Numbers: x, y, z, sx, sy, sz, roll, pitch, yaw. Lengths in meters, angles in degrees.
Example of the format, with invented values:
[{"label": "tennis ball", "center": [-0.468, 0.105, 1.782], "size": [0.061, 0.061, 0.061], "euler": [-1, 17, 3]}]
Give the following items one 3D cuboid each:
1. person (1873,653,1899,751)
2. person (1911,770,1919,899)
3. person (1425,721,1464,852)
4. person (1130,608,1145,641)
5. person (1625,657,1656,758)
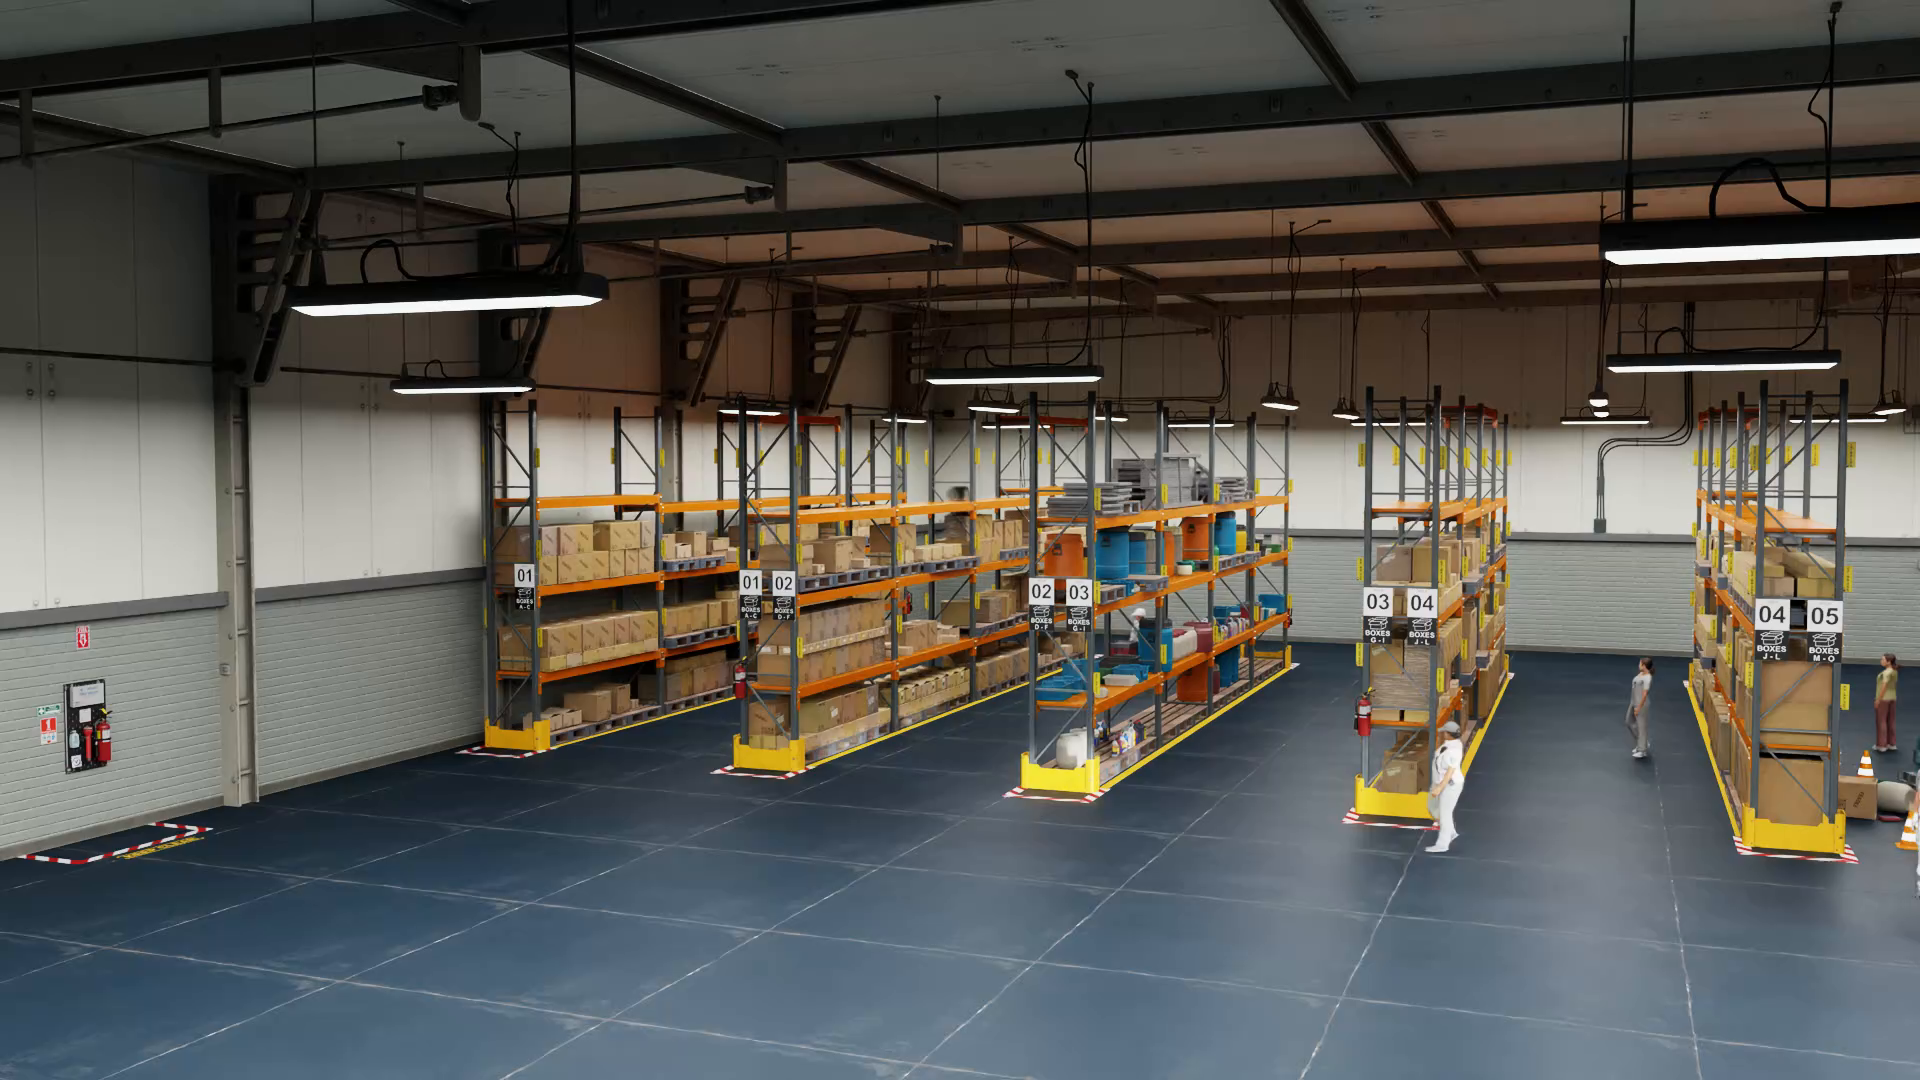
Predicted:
[{"label": "person", "center": [15.837, 2.773, 28.473], "size": [0.490, 1.686, 0.392], "euler": [-1, 3, -23]}, {"label": "person", "center": [11.039, 3.179, 18.763], "size": [0.399, 1.783, 0.614], "euler": [-2, 3, -34]}, {"label": "person", "center": [6.158, 3.134, 21.204], "size": [0.502, 1.678, 0.557], "euler": [0, 3, -1]}, {"label": "person", "center": [3.812, 2.350, 35.620], "size": [0.404, 1.782, 0.545], "euler": [1, 3, 26]}, {"label": "person", "center": [11.428, 2.798, 27.915], "size": [0.426, 1.652, 0.546], "euler": [0, 3, -1]}]
